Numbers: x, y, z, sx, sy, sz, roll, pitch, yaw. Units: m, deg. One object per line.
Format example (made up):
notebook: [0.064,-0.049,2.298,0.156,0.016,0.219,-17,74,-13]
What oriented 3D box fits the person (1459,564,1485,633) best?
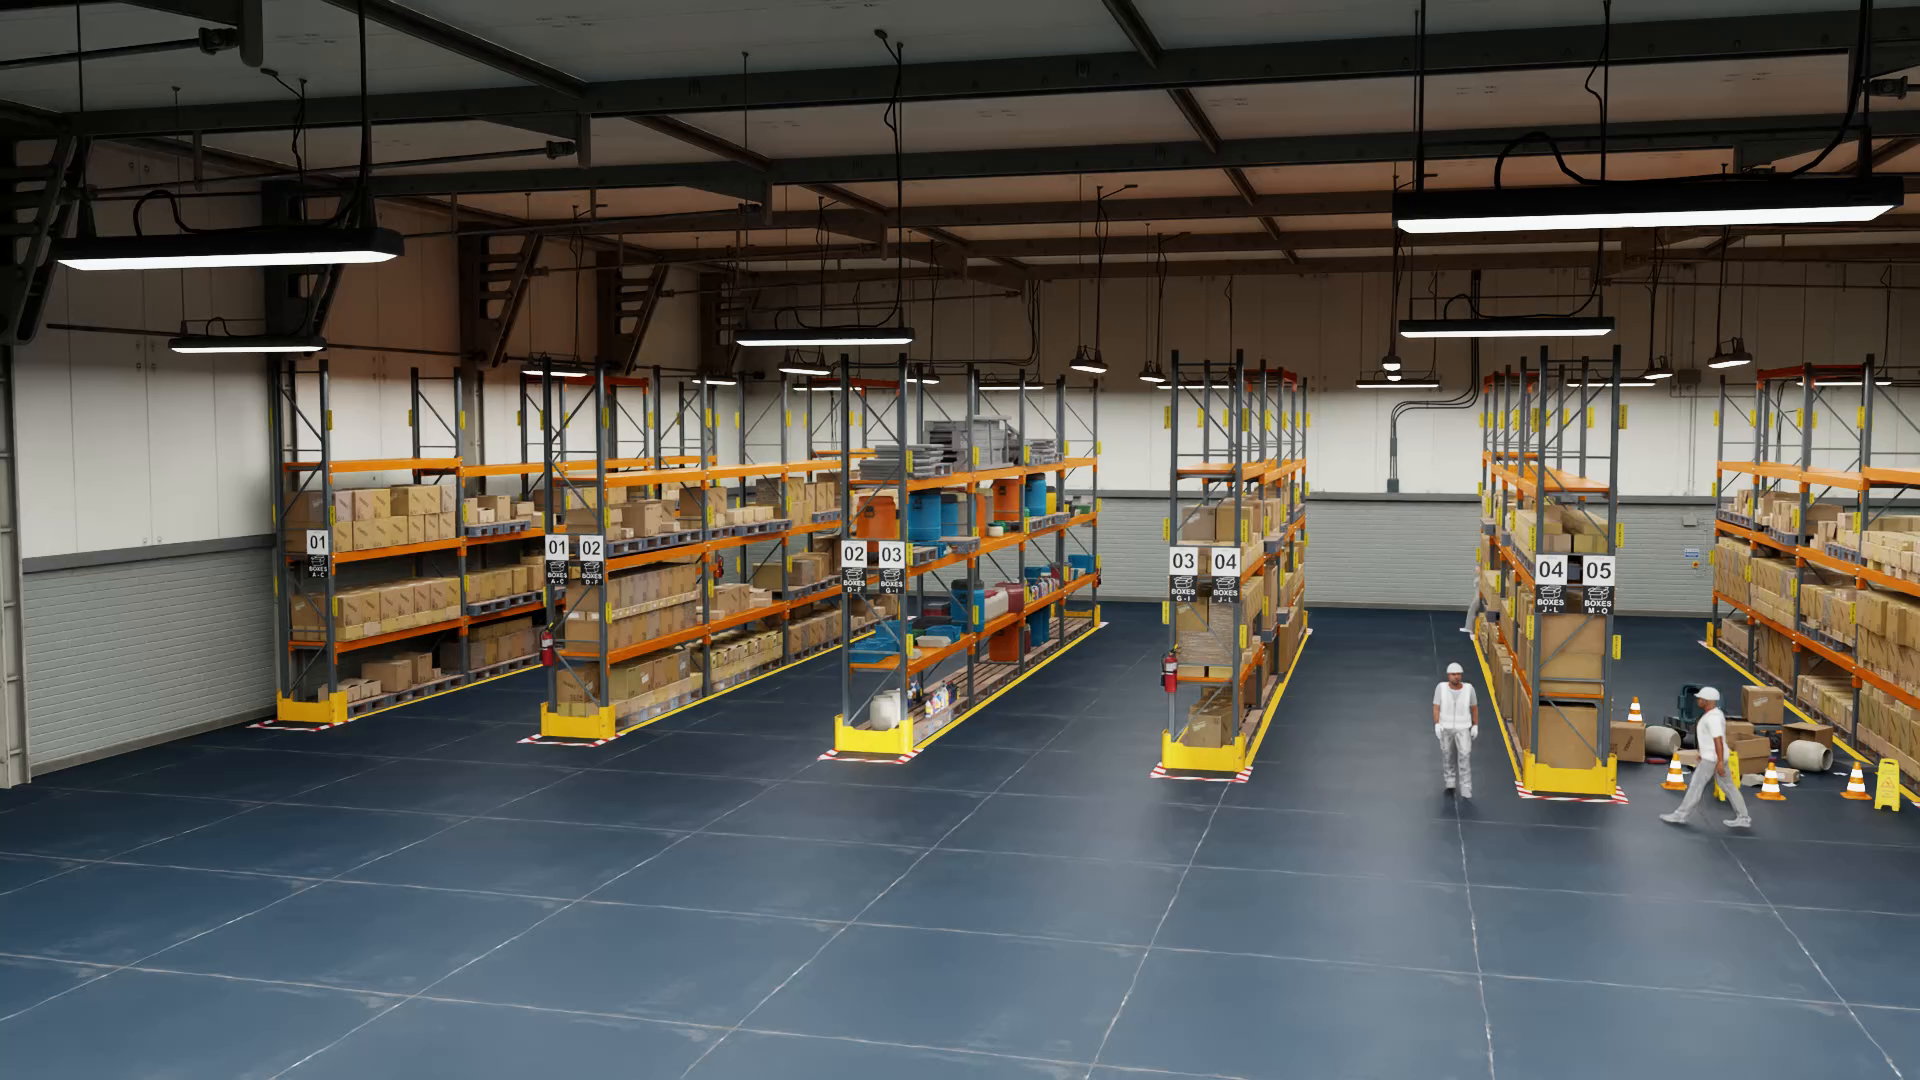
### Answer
person: [12.272,1.370,39.088,1.002,1.627,0.420,1,4,15]

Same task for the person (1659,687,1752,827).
person: [9.200,2.655,20.457,1.029,1.698,0.615,3,5,33]

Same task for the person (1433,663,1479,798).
person: [6.596,2.508,22.171,0.578,1.734,0.968,2,4,20]

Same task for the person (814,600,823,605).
person: [-3.863,1.018,43.462,1.018,1.658,0.498,0,4,2]
